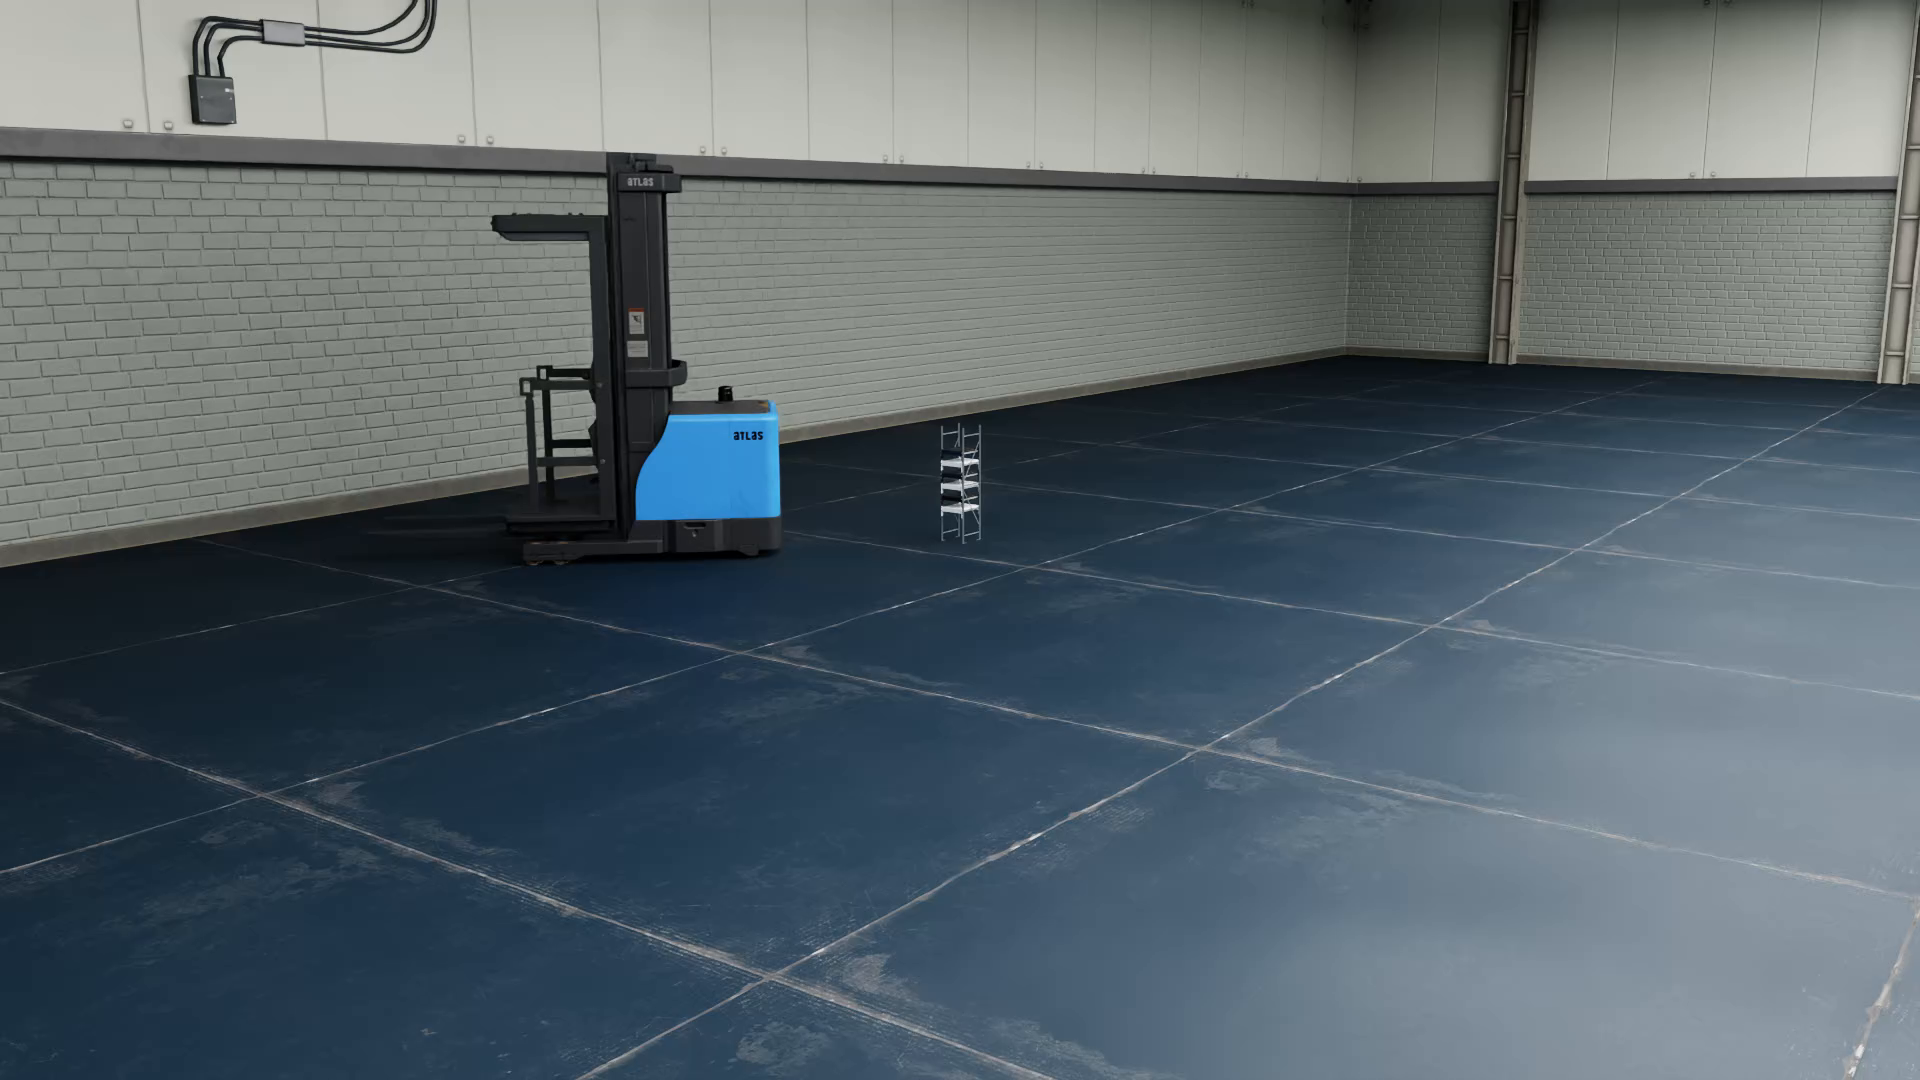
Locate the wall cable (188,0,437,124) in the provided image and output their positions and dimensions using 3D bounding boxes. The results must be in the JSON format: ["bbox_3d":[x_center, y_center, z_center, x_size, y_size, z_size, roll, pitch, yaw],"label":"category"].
[{"bbox_3d":[-5.167,-6.328,13.092,0.169,6.003,2.305,8,13,36],"label":"wall cable"}]

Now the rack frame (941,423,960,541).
[{"bbox_3d":[-0.075,-0.452,12.999,0.006,0.900,0.240,8,13,36],"label":"rack frame"}]

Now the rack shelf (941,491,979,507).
[{"bbox_3d":[0.007,-0.320,12.963,0.200,0.077,0.258,8,13,36],"label":"rack shelf"}]

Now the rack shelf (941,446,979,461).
[{"bbox_3d":[0.007,-0.673,12.895,0.200,0.077,0.258,8,13,36],"label":"rack shelf"}]

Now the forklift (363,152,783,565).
[{"bbox_3d":[-2.877,-1.362,12.353,3.031,2.935,1.130,-1,11,-7],"label":"forklift"}]

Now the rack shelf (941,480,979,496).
[{"bbox_3d":[0.007,-0.408,12.946,0.200,0.077,0.258,8,13,36],"label":"rack shelf"}]

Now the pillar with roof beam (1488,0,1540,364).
[{"bbox_3d":[6.890,-6.836,24.673,0.548,9.000,9.100,8,13,36],"label":"pillar with roof beam"}]

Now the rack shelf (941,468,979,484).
[{"bbox_3d":[0.007,-0.497,12.929,0.200,0.077,0.258,8,13,36],"label":"rack shelf"}]

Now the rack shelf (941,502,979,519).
[{"bbox_3d":[0.007,-0.231,12.980,0.200,0.077,0.258,8,13,36],"label":"rack shelf"}]

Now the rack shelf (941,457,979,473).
[{"bbox_3d":[0.007,-0.585,12.912,0.200,0.077,0.258,8,13,36],"label":"rack shelf"}]

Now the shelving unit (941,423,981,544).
[{"bbox_3d":[0.007,-0.441,12.939,0.210,0.900,0.258,8,13,36],"label":"shelving unit"}]

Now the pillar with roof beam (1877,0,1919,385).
[{"bbox_3d":[11.726,-6.161,21.186,0.400,9.000,9.100,8,13,36],"label":"pillar with roof beam"}]

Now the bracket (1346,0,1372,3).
[{"bbox_3d":[6.983,-9.521,29.075,0.430,0.232,0.235,8,13,36],"label":"bracket"}]

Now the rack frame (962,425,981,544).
[{"bbox_3d":[0.088,-0.429,12.880,0.006,0.900,0.240,8,13,36],"label":"rack frame"}]
